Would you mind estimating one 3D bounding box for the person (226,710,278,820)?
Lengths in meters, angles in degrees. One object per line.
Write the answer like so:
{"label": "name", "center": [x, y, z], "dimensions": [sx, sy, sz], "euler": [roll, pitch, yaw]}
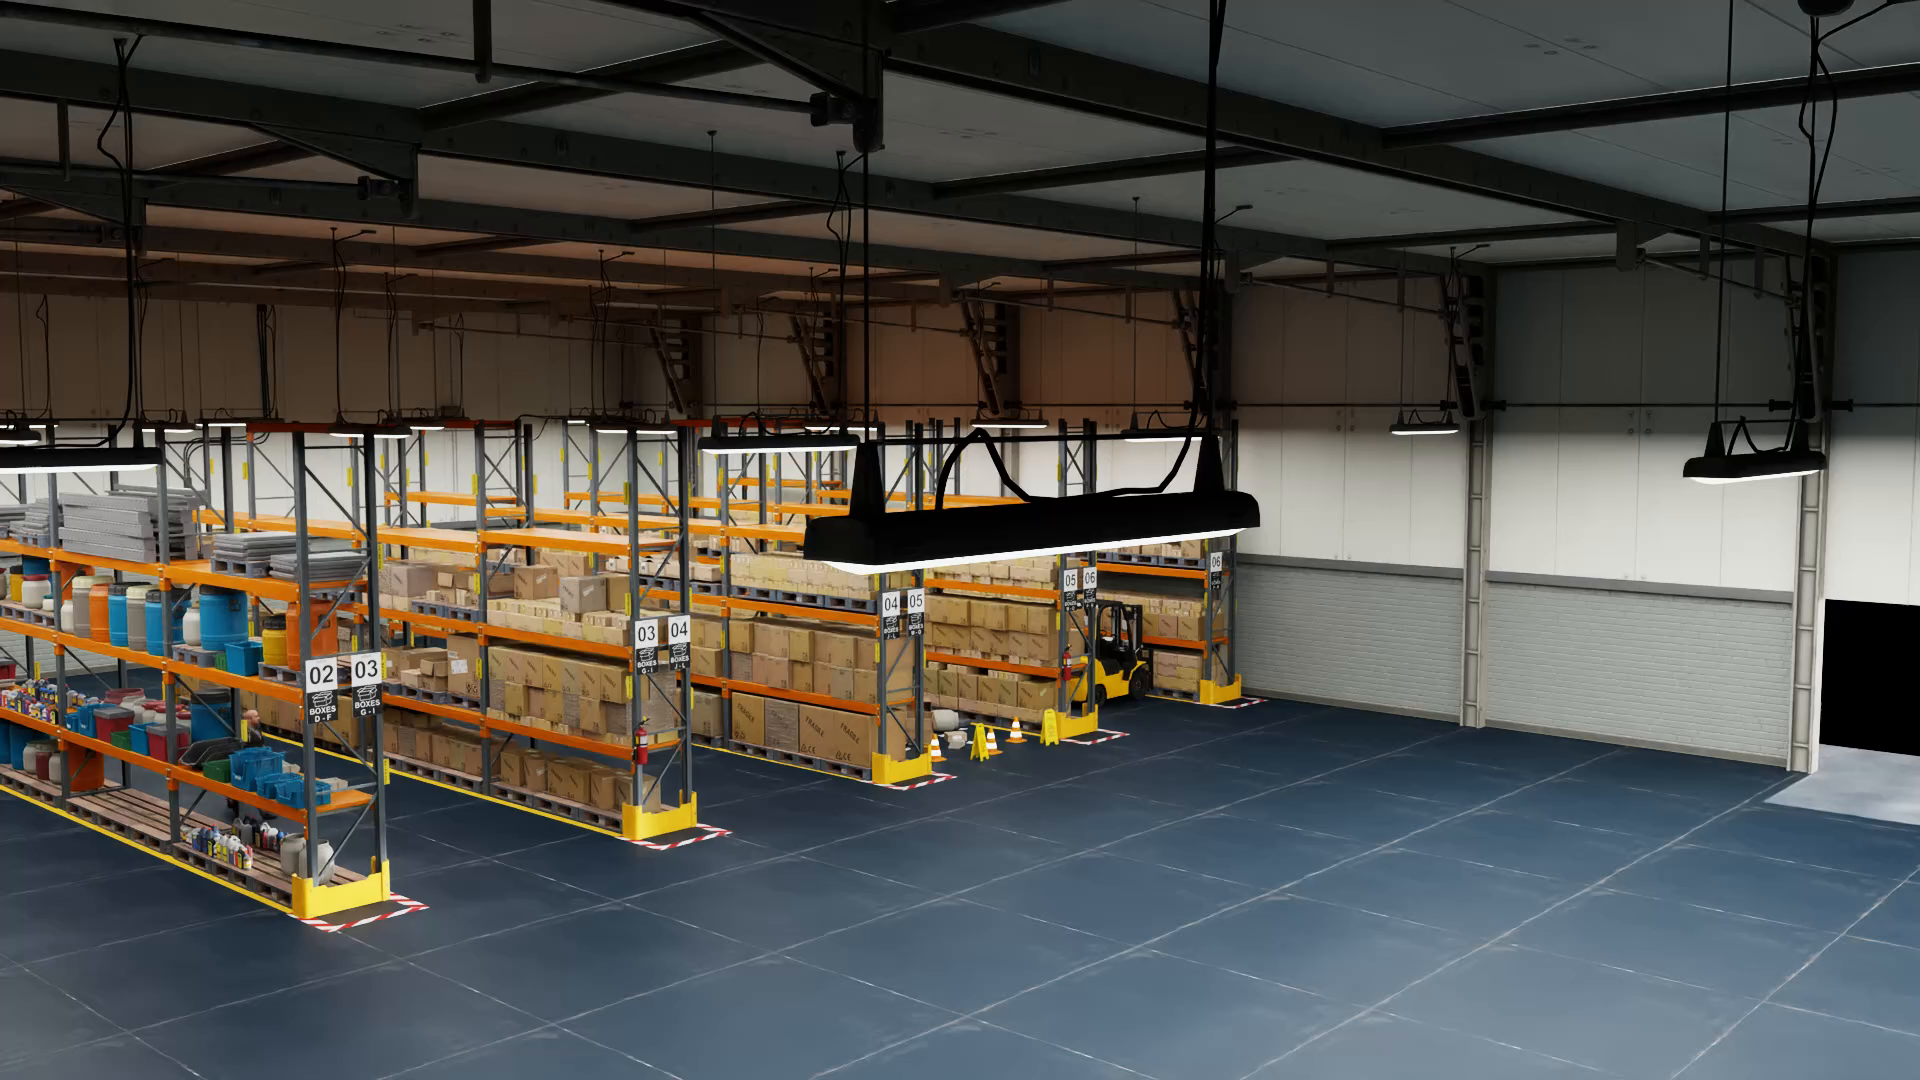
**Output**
{"label": "person", "center": [-10.817, 3.413, 25.369], "dimensions": [1.096, 1.666, 0.604], "euler": [1, 5, 17]}
